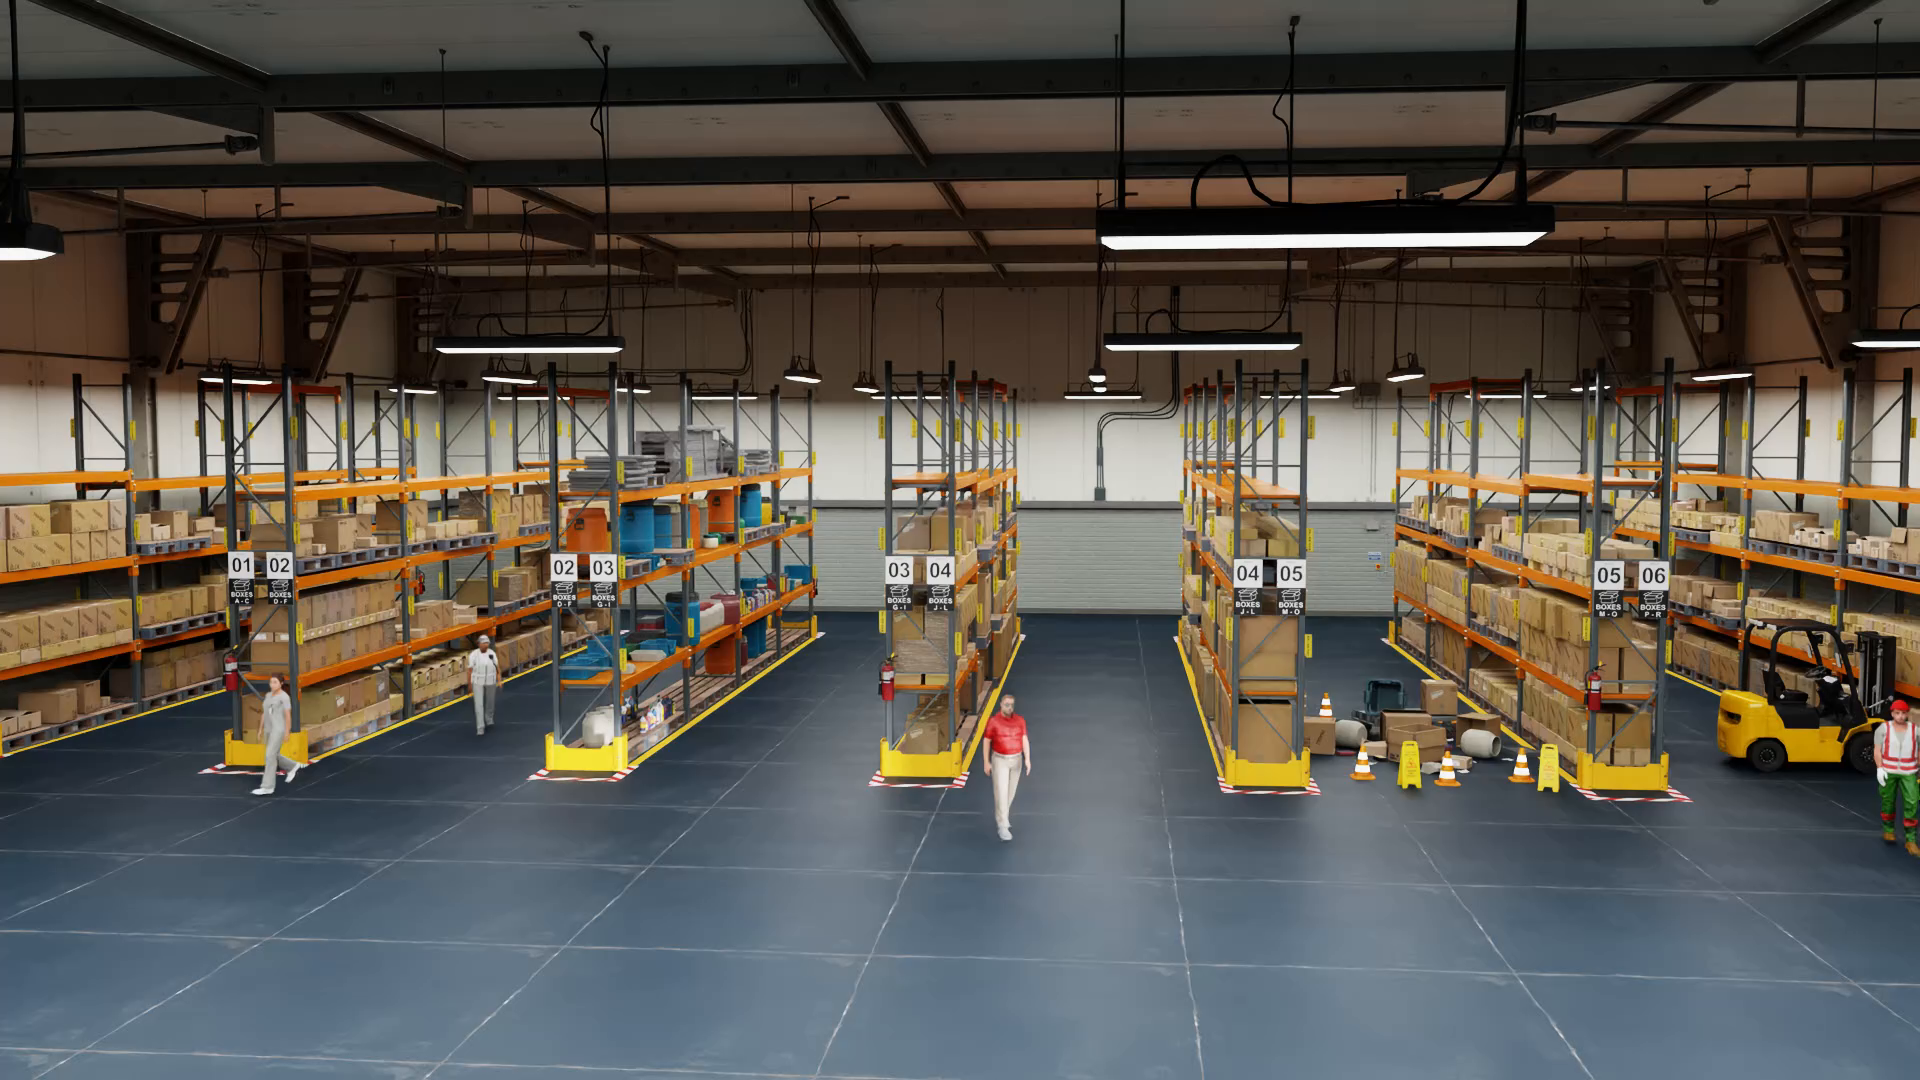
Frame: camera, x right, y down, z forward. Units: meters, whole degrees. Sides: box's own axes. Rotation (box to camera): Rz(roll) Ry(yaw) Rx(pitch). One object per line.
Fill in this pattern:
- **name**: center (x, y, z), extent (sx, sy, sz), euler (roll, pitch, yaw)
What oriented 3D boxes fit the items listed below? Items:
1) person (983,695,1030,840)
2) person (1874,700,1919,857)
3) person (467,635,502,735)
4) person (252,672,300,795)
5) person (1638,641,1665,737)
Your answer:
- **person**: center (0.610, 2.778, 20.642), extent (0.563, 1.701, 0.832), euler (-2, 4, -28)
- **person**: center (11.272, 2.813, 19.929), extent (0.577, 1.804, 0.805), euler (2, 4, 27)
- **person**: center (-7.887, 2.368, 27.569), extent (0.547, 1.599, 1.078), euler (-1, 4, -21)
- **person**: center (-9.471, 2.651, 23.043), extent (0.465, 1.650, 0.843), euler (2, 4, 32)
- **person**: center (11.182, 2.438, 26.968), extent (0.460, 1.596, 0.487), euler (0, 4, 5)
